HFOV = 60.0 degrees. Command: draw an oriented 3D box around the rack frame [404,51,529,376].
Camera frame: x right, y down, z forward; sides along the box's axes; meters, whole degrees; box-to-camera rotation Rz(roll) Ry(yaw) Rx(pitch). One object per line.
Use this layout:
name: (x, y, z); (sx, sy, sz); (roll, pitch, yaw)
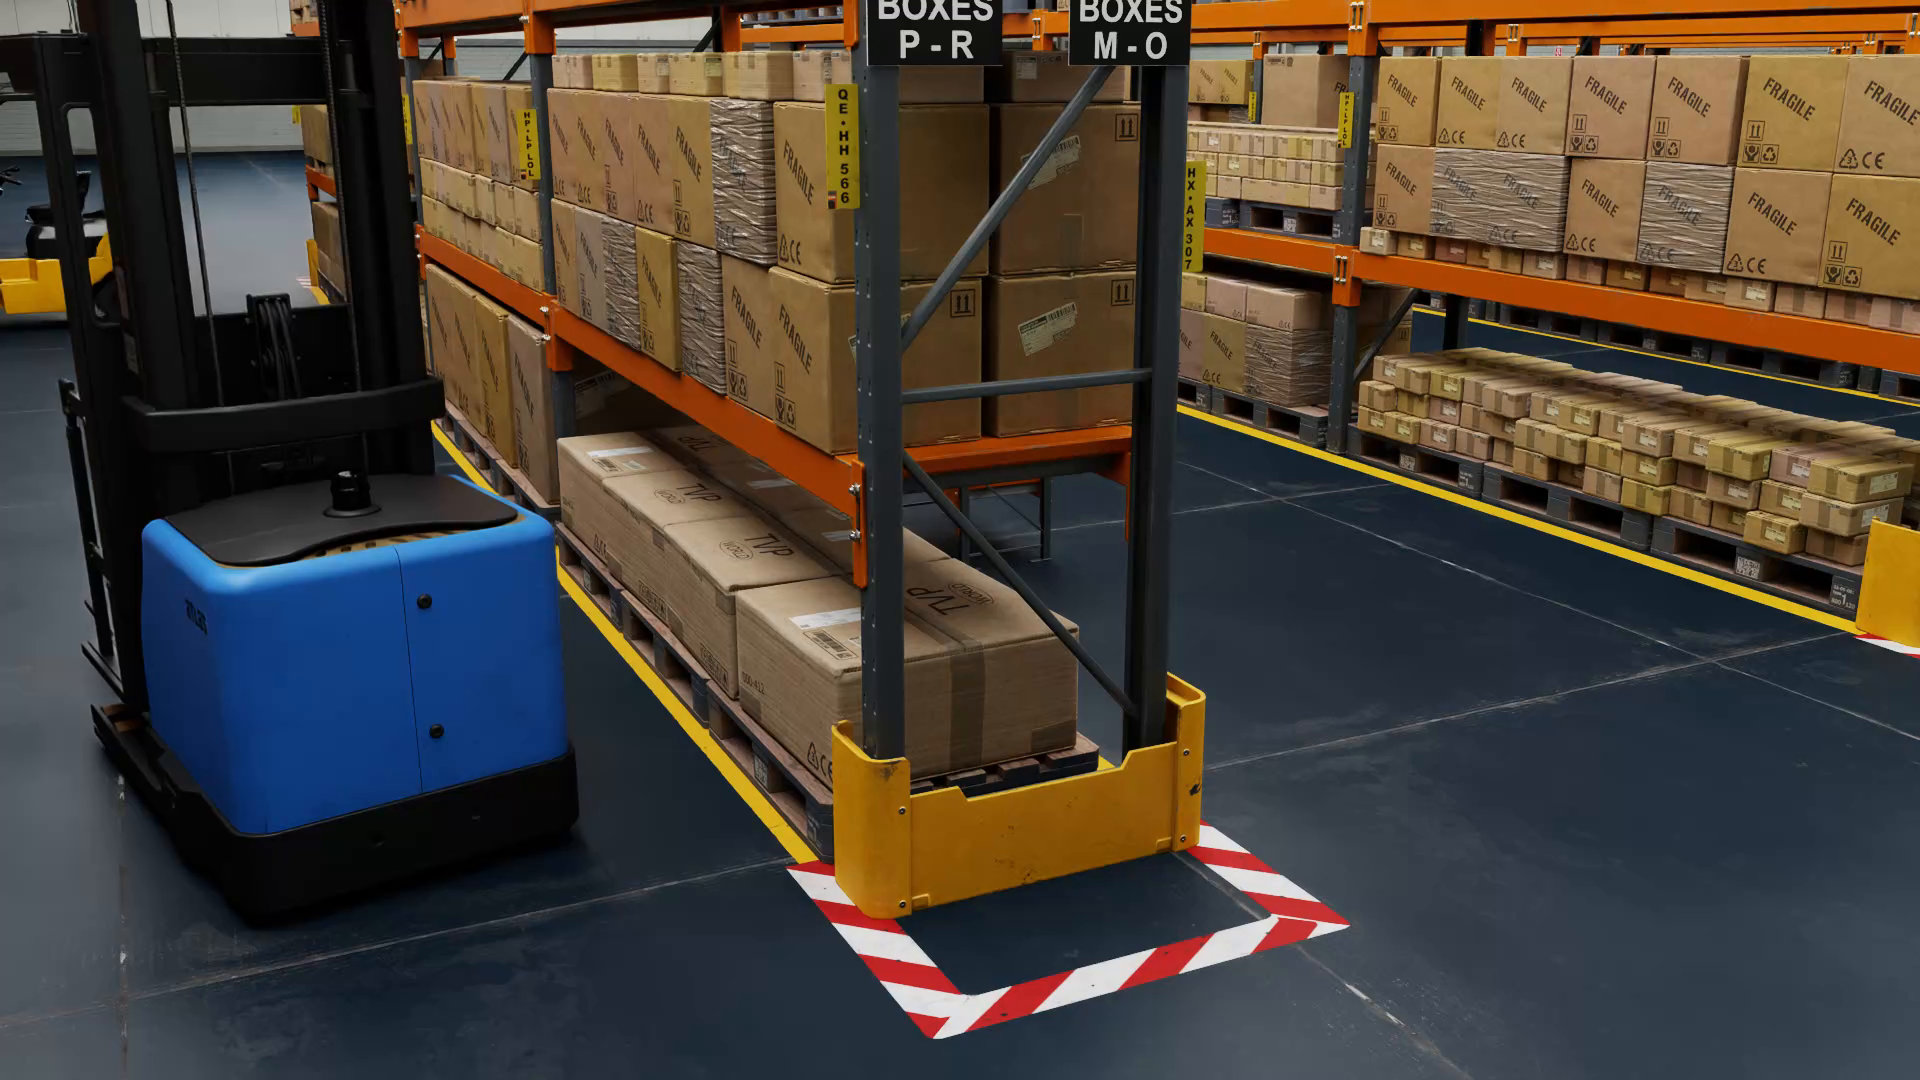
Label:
rack frame: (-3.321, -2.425, 11.765); (1.000, 3.000, 0.127); (-8, 18, -25)

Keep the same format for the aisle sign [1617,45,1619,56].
aisle sign: (10.685, -8.032, 26.588); (0.394, 0.787, 0.004); (-8, 18, -25)

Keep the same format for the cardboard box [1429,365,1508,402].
cardboard box: (3.024, -0.932, 9.888); (0.380, 0.149, 0.250); (-8, 18, -26)

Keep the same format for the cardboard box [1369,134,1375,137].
cardboard box: (2.950, -2.646, 11.147); (0.380, 0.149, 0.250); (-7, 17, -23)

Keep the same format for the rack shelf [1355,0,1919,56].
rack shelf: (3.713, -2.657, 8.437); (1.077, 0.370, 4.000); (-8, 18, -25)

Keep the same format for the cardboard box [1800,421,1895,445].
cardboard box: (4.441, -0.485, 8.332); (0.380, 0.149, 0.250); (-8, 18, -25)

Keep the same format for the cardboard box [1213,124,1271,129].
cardboard box: (2.155, -3.096, 12.716); (0.380, 0.149, 0.250); (-8, 18, -25)

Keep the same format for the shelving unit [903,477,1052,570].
shelving unit: (0.003, -0.539, 8.590); (0.538, 1.125, 1.048); (-8, 18, -25)

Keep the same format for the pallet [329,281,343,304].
pallet: (-5.938, -2.542, 17.226); (1.003, 0.211, 1.213); (-8, 18, -25)

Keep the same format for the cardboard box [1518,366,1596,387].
cardboard box: (3.533, -0.924, 9.862); (0.380, 0.149, 0.250); (-7, 17, -23)

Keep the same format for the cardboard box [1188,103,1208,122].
cardboard box: (3.196, -5.165, 20.590); (0.875, 0.500, 0.500); (-8, 18, -25)

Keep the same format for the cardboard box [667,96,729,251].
cardboard box: (-0.711, -1.310, 5.885); (0.500, 0.500, 0.500); (-8, 18, -25)

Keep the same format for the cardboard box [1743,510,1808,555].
cardboard box: (3.967, -0.053, 7.906); (0.380, 0.149, 0.250); (-7, 17, -23)

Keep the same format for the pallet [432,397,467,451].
pallet: (-3.043, -0.880, 11.436); (1.003, 0.211, 1.213); (-8, 18, -25)

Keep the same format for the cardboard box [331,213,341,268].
cardboard box: (-6.023, -3.024, 16.716); (0.500, 0.500, 0.500); (-7, 17, -22)

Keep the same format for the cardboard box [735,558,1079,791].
cardboard box: (-0.195, 0.436, 5.676); (0.875, 0.438, 0.875); (-8, 18, -27)

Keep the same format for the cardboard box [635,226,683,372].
cardboard box: (-0.944, -0.957, 6.465); (0.500, 0.500, 0.500); (-7, 17, -23)

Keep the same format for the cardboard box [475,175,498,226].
cardboard box: (-2.438, -1.933, 9.412); (0.500, 0.250, 0.500); (-7, 18, -24)

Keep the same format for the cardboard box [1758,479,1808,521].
cardboard box: (4.035, -0.207, 7.903); (0.380, 0.149, 0.250); (-8, 18, -26)

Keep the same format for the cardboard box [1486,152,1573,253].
cardboard box: (3.239, -1.844, 9.016); (0.500, 0.500, 0.500); (-8, 18, -26)

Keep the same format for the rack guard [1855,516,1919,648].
rack guard: (4.556, 0.118, 7.434); (1.175, 0.500, 0.348); (-8, 18, -25)

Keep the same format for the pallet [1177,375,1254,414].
pallet: (1.956, -1.212, 12.592); (1.003, 0.211, 1.213); (-8, 18, -25)

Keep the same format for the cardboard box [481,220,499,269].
cardboard box: (-2.418, -1.696, 9.495); (0.500, 0.250, 0.500); (-8, 18, -26)

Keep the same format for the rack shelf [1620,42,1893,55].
rack shelf: (11.865, -7.403, 24.976); (1.077, 0.370, 4.000); (-8, 18, -25)

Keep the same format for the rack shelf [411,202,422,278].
rack shelf: (-4.197, -2.576, 13.592); (1.077, 0.370, 4.000); (-8, 18, -25)

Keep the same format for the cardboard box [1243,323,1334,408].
cardboard box: (2.286, -1.210, 11.300); (0.500, 0.500, 0.500); (-8, 18, -26)

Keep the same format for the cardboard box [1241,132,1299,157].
cardboard box: (2.140, -2.696, 11.322); (0.380, 0.149, 0.250); (-8, 18, -25)

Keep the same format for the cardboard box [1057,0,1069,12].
cardboard box: (1.095, -4.365, 12.903); (0.500, 0.500, 0.500); (-8, 18, -25)

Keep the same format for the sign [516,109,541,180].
sign: (-2.052, -1.884, 7.923); (0.100, 0.325, 0.005); (-8, 18, -25)

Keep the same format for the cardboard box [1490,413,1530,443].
cardboard box: (3.254, -0.657, 9.468); (0.380, 0.149, 0.250); (-7, 17, -22)

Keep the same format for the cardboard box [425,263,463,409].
cardboard box: (-3.093, -1.425, 11.368); (0.875, 0.875, 0.875); (-8, 18, -25)

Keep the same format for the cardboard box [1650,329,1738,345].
cardboard box: (6.649, -2.189, 14.033); (1.225, 0.875, 0.875); (-8, 18, -27)

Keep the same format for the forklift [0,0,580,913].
forklift: (-2.530, -0.677, 5.796); (1.130, 2.935, 3.031); (-12, 20, -36)

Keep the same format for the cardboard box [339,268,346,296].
cardboard box: (-5.816, -2.542, 16.396); (0.500, 0.250, 0.500); (-8, 18, -26)

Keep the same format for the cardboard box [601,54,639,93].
cardboard box: (-1.243, -1.906, 6.785); (0.380, 0.149, 0.250); (-8, 18, -26)

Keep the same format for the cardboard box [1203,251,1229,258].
cardboard box: (1.851, -2.148, 13.207); (0.500, 0.250, 0.500); (-7, 18, -24)

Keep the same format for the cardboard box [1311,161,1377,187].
cardboard box: (2.485, -2.356, 10.676); (0.380, 0.149, 0.250); (-7, 17, -23)

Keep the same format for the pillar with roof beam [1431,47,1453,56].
pillar with roof beam: (7.398, -12.672, 36.595); (9.100, 9.000, 0.400); (-8, 18, -25)

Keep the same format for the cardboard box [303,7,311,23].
cardboard box: (-6.403, -5.289, 16.760); (0.380, 0.149, 0.250); (-7, 18, -24)

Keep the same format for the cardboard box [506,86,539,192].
cardboard box: (-1.990, -2.043, 8.437); (0.500, 0.500, 0.500); (-7, 17, -23)

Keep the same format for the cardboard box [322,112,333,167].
cardboard box: (-5.955, -3.943, 16.333); (0.500, 0.500, 0.500); (-7, 17, -23)

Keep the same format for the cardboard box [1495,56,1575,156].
cardboard box: (3.249, -2.332, 8.905); (0.500, 0.500, 0.500); (-7, 18, -24)

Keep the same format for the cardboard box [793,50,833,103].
cardboard box: (-0.286, -1.407, 5.046); (0.380, 0.149, 0.250); (-7, 18, -24)

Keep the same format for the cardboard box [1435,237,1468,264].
cardboard box: (3.011, -1.711, 9.732); (0.380, 0.149, 0.250); (-9, 18, -27)

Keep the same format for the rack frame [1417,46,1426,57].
rack frame: (6.535, -6.205, 24.936); (1.000, 3.000, 0.127); (-8, 18, -25)

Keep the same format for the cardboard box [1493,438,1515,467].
cardboard box: (3.285, -0.519, 9.527); (0.380, 0.149, 0.250); (-9, 18, -27)

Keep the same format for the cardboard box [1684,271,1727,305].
cardboard box: (3.772, -1.247, 8.113); (0.380, 0.149, 0.250); (-9, 18, -27)

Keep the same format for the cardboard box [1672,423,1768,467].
cardboard box: (3.787, -0.473, 8.290); (0.380, 0.149, 0.250); (-8, 18, -27)

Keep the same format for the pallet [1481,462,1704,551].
pallet: (3.701, -0.251, 9.244); (1.003, 0.211, 1.213); (-8, 18, -25)

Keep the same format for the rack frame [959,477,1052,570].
rack frame: (0.226, -0.413, 8.150); (0.500, 1.125, 0.032); (-8, 18, -25)

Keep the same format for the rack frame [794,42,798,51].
rack frame: (-2.420, -5.032, 20.849); (1.000, 3.000, 0.127); (-8, 18, -25)

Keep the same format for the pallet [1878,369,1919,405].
pallet: (7.602, -1.093, 12.176); (1.003, 0.211, 1.213); (-8, 18, -25)
